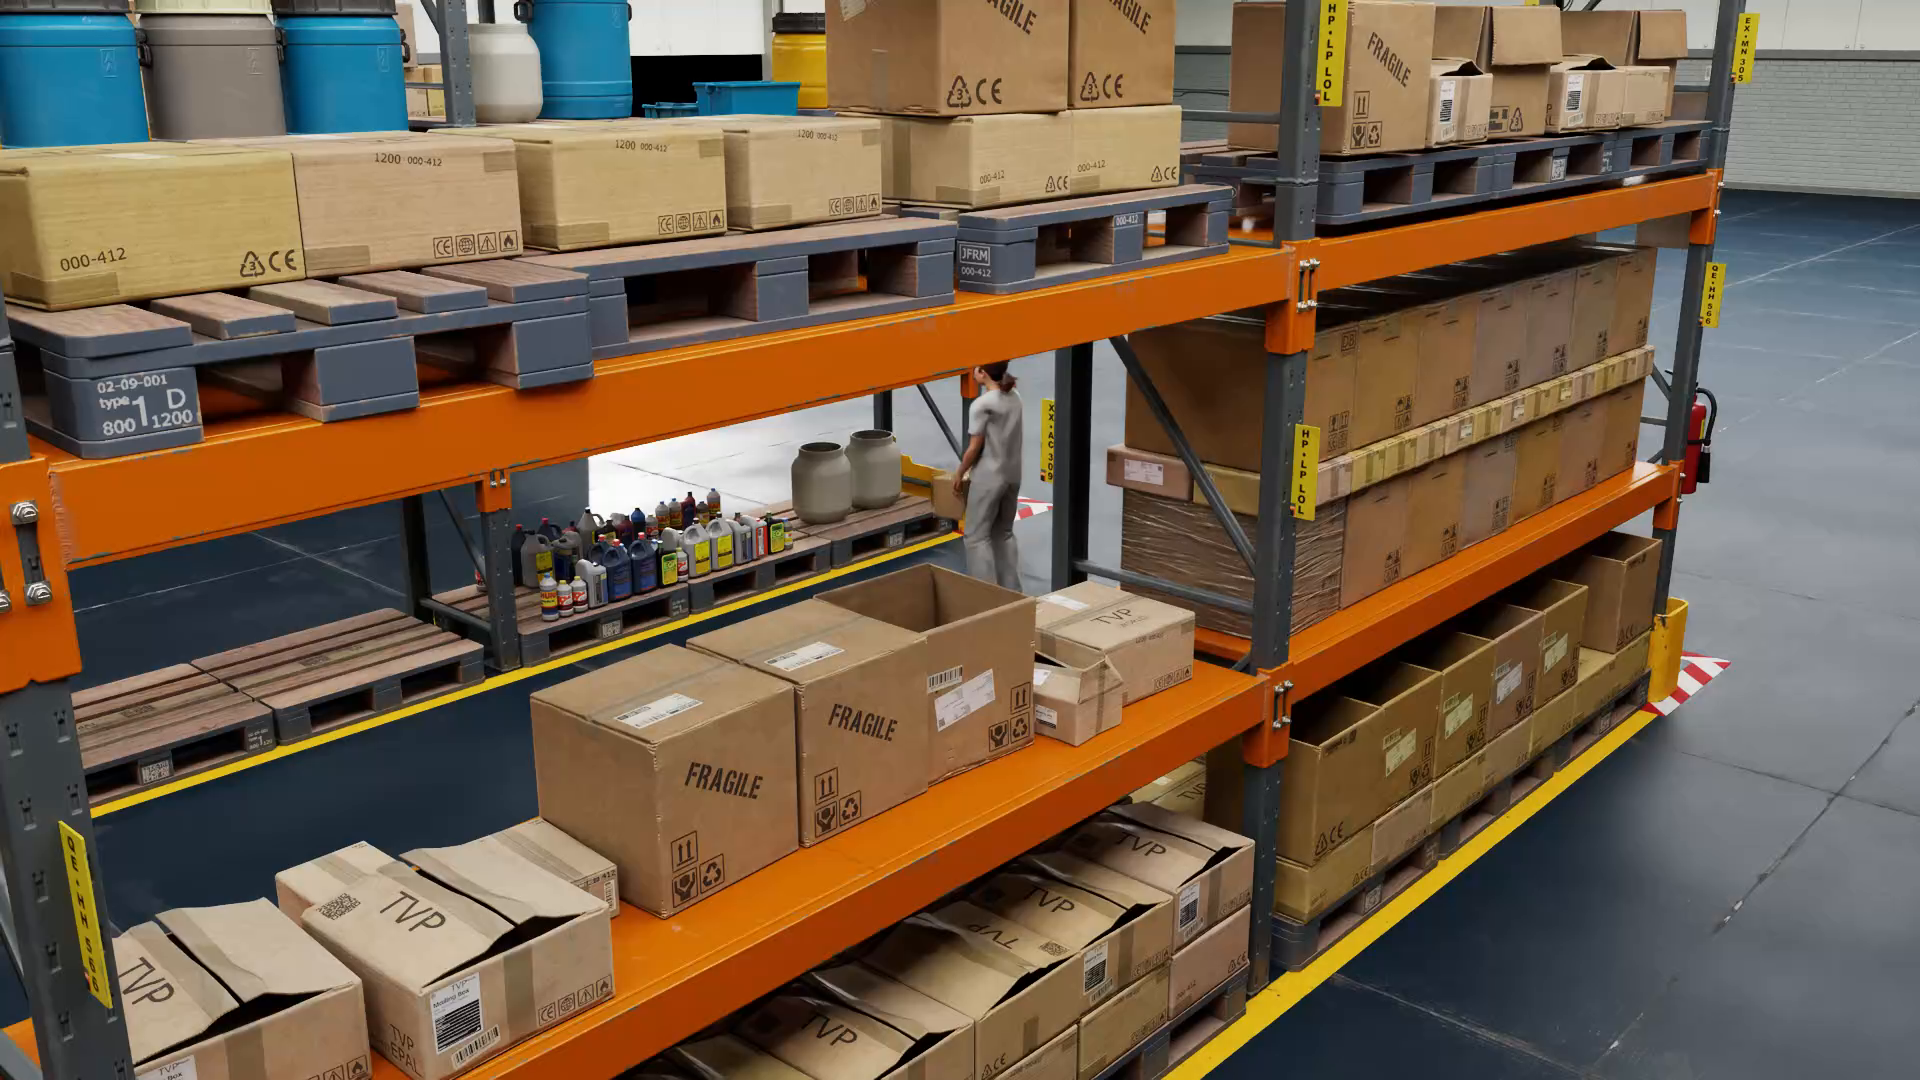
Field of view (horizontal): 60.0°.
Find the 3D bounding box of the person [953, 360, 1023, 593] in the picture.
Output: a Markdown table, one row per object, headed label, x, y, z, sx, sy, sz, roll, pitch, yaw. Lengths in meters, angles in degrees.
| label | x | y | z | sx | sy | sz | roll | pitch | yaw |
| --- | --- | --- | --- | --- | --- | --- | --- | --- | --- |
| person | 0.187 | -0.365 | 10.232 | 0.378 | 1.676 | 0.467 | 14 | 22 | 38 |
